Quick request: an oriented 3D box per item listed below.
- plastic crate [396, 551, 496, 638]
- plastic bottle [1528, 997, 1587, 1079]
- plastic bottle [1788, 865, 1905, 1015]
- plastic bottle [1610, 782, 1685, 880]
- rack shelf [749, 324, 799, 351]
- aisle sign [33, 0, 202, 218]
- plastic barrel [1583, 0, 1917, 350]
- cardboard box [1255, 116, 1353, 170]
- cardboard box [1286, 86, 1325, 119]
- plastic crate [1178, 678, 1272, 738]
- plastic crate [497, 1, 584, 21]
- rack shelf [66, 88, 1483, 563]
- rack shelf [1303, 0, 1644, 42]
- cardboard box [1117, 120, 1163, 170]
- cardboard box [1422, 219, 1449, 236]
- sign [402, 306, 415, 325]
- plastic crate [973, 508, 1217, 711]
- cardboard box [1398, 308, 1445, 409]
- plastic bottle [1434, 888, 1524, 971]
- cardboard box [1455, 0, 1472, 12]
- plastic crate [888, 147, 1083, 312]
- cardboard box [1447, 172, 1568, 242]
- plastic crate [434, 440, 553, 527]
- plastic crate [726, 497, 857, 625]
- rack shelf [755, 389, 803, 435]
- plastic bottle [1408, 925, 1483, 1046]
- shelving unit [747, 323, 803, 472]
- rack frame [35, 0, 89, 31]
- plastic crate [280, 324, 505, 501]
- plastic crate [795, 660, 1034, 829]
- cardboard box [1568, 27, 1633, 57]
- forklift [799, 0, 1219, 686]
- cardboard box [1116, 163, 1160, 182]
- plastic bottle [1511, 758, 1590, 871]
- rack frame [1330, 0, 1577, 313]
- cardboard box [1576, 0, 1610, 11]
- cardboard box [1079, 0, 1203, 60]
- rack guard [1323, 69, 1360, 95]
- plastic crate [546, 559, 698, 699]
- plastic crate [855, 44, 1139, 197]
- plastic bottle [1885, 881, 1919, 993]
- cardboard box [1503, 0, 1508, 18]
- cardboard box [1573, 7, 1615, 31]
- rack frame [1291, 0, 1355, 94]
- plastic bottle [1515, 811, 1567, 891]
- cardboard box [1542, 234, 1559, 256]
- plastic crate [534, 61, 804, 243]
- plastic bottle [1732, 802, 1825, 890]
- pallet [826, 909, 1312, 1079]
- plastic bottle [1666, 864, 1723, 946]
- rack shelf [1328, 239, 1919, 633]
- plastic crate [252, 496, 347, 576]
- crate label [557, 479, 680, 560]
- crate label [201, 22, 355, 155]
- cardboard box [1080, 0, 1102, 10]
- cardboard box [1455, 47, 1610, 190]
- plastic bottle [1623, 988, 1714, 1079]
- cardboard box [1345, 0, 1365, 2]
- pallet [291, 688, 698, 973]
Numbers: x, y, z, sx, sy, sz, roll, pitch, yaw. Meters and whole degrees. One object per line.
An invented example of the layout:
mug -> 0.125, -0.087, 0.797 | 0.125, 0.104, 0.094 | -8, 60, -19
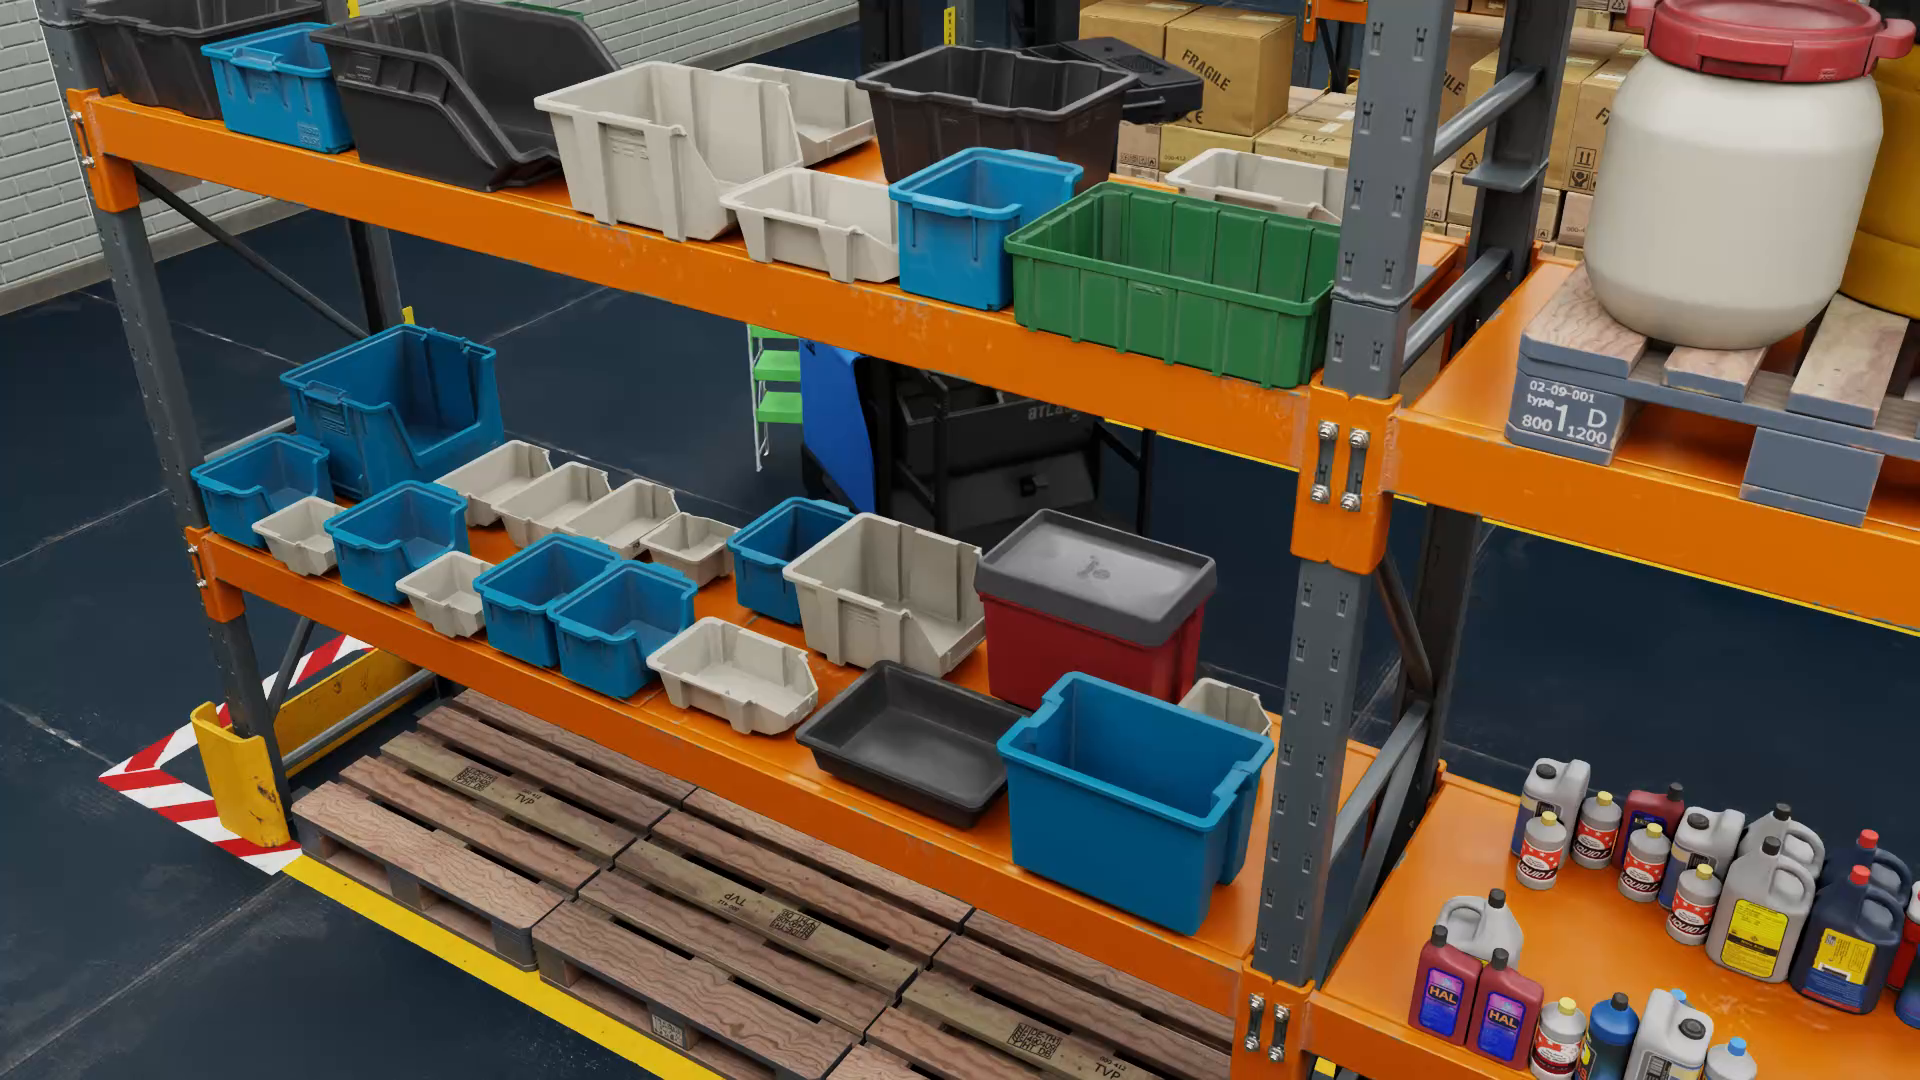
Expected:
plastic crate -> -1.552, 0.182, 5.164 | 0.298, 0.136, 0.250 | 18, 35, 27
plastic bottle -> 1.304, 1.081, 3.618 | 0.097, 0.201, 0.097 | 0, 30, 0
plastic bottle -> 2.032, 0.895, 3.789 | 0.185, 0.351, 0.144 | 18, 35, 27
plastic bottle -> 1.726, 0.716, 4.161 | 0.133, 0.283, 0.061 | 18, 35, 27
rack shelf -> -0.819, -1.083, 8.566 | 0.480, 0.148, 0.258 | 3, 30, 5
aisle sign -> -2.607, -1.431, 5.147 | 0.004, 0.787, 0.394 | 18, 35, 27
plastic barrel -> 1.312, -0.632, 2.828 | 0.433, 0.535, 0.433 | 0, 30, 0
cardboard box -> 1.820, -1.940, 8.452 | 0.500, 0.250, 0.500 | 17, 34, 26
cardboard box -> 1.657, -2.305, 9.077 | 0.500, 0.250, 0.500 | 16, 34, 26
plastic crate -> 0.682, 0.558, 4.519 | 0.243, 0.136, 0.396 | 18, 35, 27
plastic crate -> -1.401, -1.478, 5.040 | 0.336, 0.188, 0.450 | 18, 35, 27
rack shelf -> -0.694, -0.865, 4.493 | 4.000, 0.370, 1.077 | 18, 35, 27
rack shelf -> 4.662, -3.773, 12.455 | 4.000, 0.370, 1.077 | 18, 35, 27
cardboard box -> 0.952, -2.213, 8.921 | 0.500, 0.250, 0.500 | 17, 34, 27
cardboard box -> 2.329, -1.567, 8.209 | 0.250, 0.149, 0.380 | 18, 35, 28
sign -> -2.109, -0.726, 6.355 | 0.005, 0.325, 0.100 | 18, 35, 27
plastic crate -> 0.377, 0.256, 4.712 | 0.583, 0.464, 0.402 | 18, 35, 27
cardboard box -> 2.354, -1.174, 8.977 | 0.875, 0.875, 0.875 | 18, 35, 27
plastic bottle -> 1.160, 0.920, 3.745 | 0.185, 0.351, 0.144 | 18, 35, 27
cardboard box -> 3.797, -4.128, 12.599 | 0.250, 0.149, 0.380 | 19, 35, 30
plastic crate -> 0.059, -0.675, 3.620 | 0.300, 0.233, 0.416 | 18, 35, 27
cardboard box -> 2.680, -1.666, 7.982 | 0.500, 0.250, 0.500 | 19, 35, 29
plastic crate -> -1.601, -0.187, 5.796 | 0.243, 0.136, 0.396 | 18, 35, 27
plastic crate -> -0.512, 0.071, 5.258 | 0.300, 0.233, 0.416 | 18, 35, 27
rack shelf -> -0.819, -0.668, 8.808 | 0.480, 0.148, 0.258 | 3, 30, 5
plastic bottle -> 1.084, 0.986, 3.698 | 0.133, 0.283, 0.061 | 18, 35, 27
shelving unit -> -0.819, -0.931, 8.655 | 0.503, 1.200, 0.258 | 3, 30, 5
rack frame -> -2.388, -3.007, 4.474 | 0.127, 3.000, 1.000 | 18, 35, 27
plastic crate -> -2.005, -0.447, 5.945 | 0.499, 0.435, 0.616 | 18, 35, 27
plastic crate -> -0.091, 0.563, 4.521 | 0.590, 0.125, 0.437 | 18, 35, 27
cardboard box -> 2.950, -2.219, 8.186 | 0.500, 0.500, 0.500 | 18, 35, 27
forklift -> 0.258, -0.947, 6.964 | 1.130, 2.935, 3.031 | -13, 33, -21
cardboard box -> 1.027, -1.979, 8.916 | 0.250, 0.149, 0.380 | 17, 34, 27
plastic bottle -> 1.506, 0.677, 4.236 | 0.135, 0.276, 0.152 | 18, 35, 27
rack frame -> 1.000, -1.936, 2.638 | 0.127, 3.000, 1.000 | 18, 35, 27
cardboard box -> 4.511, -4.150, 11.993 | 0.500, 0.500, 0.500 | 17, 34, 26
cardboard box -> 0.932, -2.540, 8.736 | 0.500, 0.500, 0.500 | 17, 34, 26
rack guard -> 3.032, -3.520, 13.787 | 0.348, 0.500, 1.175 | 18, 35, 27
plastic crate -> -0.985, 0.270, 4.917 | 0.300, 0.233, 0.416 | 18, 35, 27
plastic crate -> 0.094, -1.033, 4.197 | 0.590, 0.269, 0.497 | 18, 35, 27
plastic bottle -> 2.242, 0.910, 3.837 | 0.135, 0.276, 0.152 | 18, 35, 27
cardboard box -> 4.208, -3.967, 12.322 | 0.250, 0.149, 0.380 | 17, 34, 26
cardboard box -> 4.627, -3.804, 12.044 | 0.250, 0.149, 0.380 | 18, 35, 28
rack frame -> 2.968, -4.620, 13.192 | 0.127, 3.000, 1.000 | 18, 35, 27
plastic bottle -> 1.455, 0.767, 4.155 | 0.097, 0.201, 0.097 | 0, 30, 0
cardboard box -> 2.765, -1.429, 7.973 | 0.250, 0.149, 0.380 | 17, 34, 27
plastic crate -> -0.675, -0.935, 4.017 | 0.530, 0.282, 0.437 | 18, 35, 27
plastic bottle -> 1.952, 0.784, 3.979 | 0.185, 0.351, 0.144 | 18, 35, 27
pallet -> 0.356, 1.680, 5.161 | 1.213, 0.211, 1.003 | 18, 35, 27
plastic bottle -> 1.764, 0.865, 3.987 | 0.097, 0.201, 0.097 | 0, 30, 0
rack shelf -> 2.694, 0.207, 2.656 | 4.000, 0.370, 1.077 | 18, 35, 27
plastic crate -> -2.126, 0.000, 5.475 | 0.298, 0.136, 0.250 | 18, 35, 27
crate label -> -1.114, -0.039, 5.542 | 0.243, 0.136, 0.396 | 18, 35, 27
crate label -> -1.778, -1.262, 4.608 | 0.502, 0.251, 0.408 | 18, 35, 27
cardboard box -> 0.797, -2.899, 9.352 | 0.500, 0.500, 0.500 | 18, 35, 28
cardboard box -> 2.679, -1.991, 7.795 | 0.500, 0.500, 0.500 | 18, 35, 28
plastic bottle -> 1.499, 1.094, 3.521 | 0.135, 0.276, 0.152 | 18, 35, 27
cardboard box -> 3.068, -4.284, 12.867 | 0.250, 0.149, 0.380 | 17, 34, 27
pallet -> -1.710, 1.026, 6.282 | 1.213, 0.211, 1.003 | 18, 35, 27
